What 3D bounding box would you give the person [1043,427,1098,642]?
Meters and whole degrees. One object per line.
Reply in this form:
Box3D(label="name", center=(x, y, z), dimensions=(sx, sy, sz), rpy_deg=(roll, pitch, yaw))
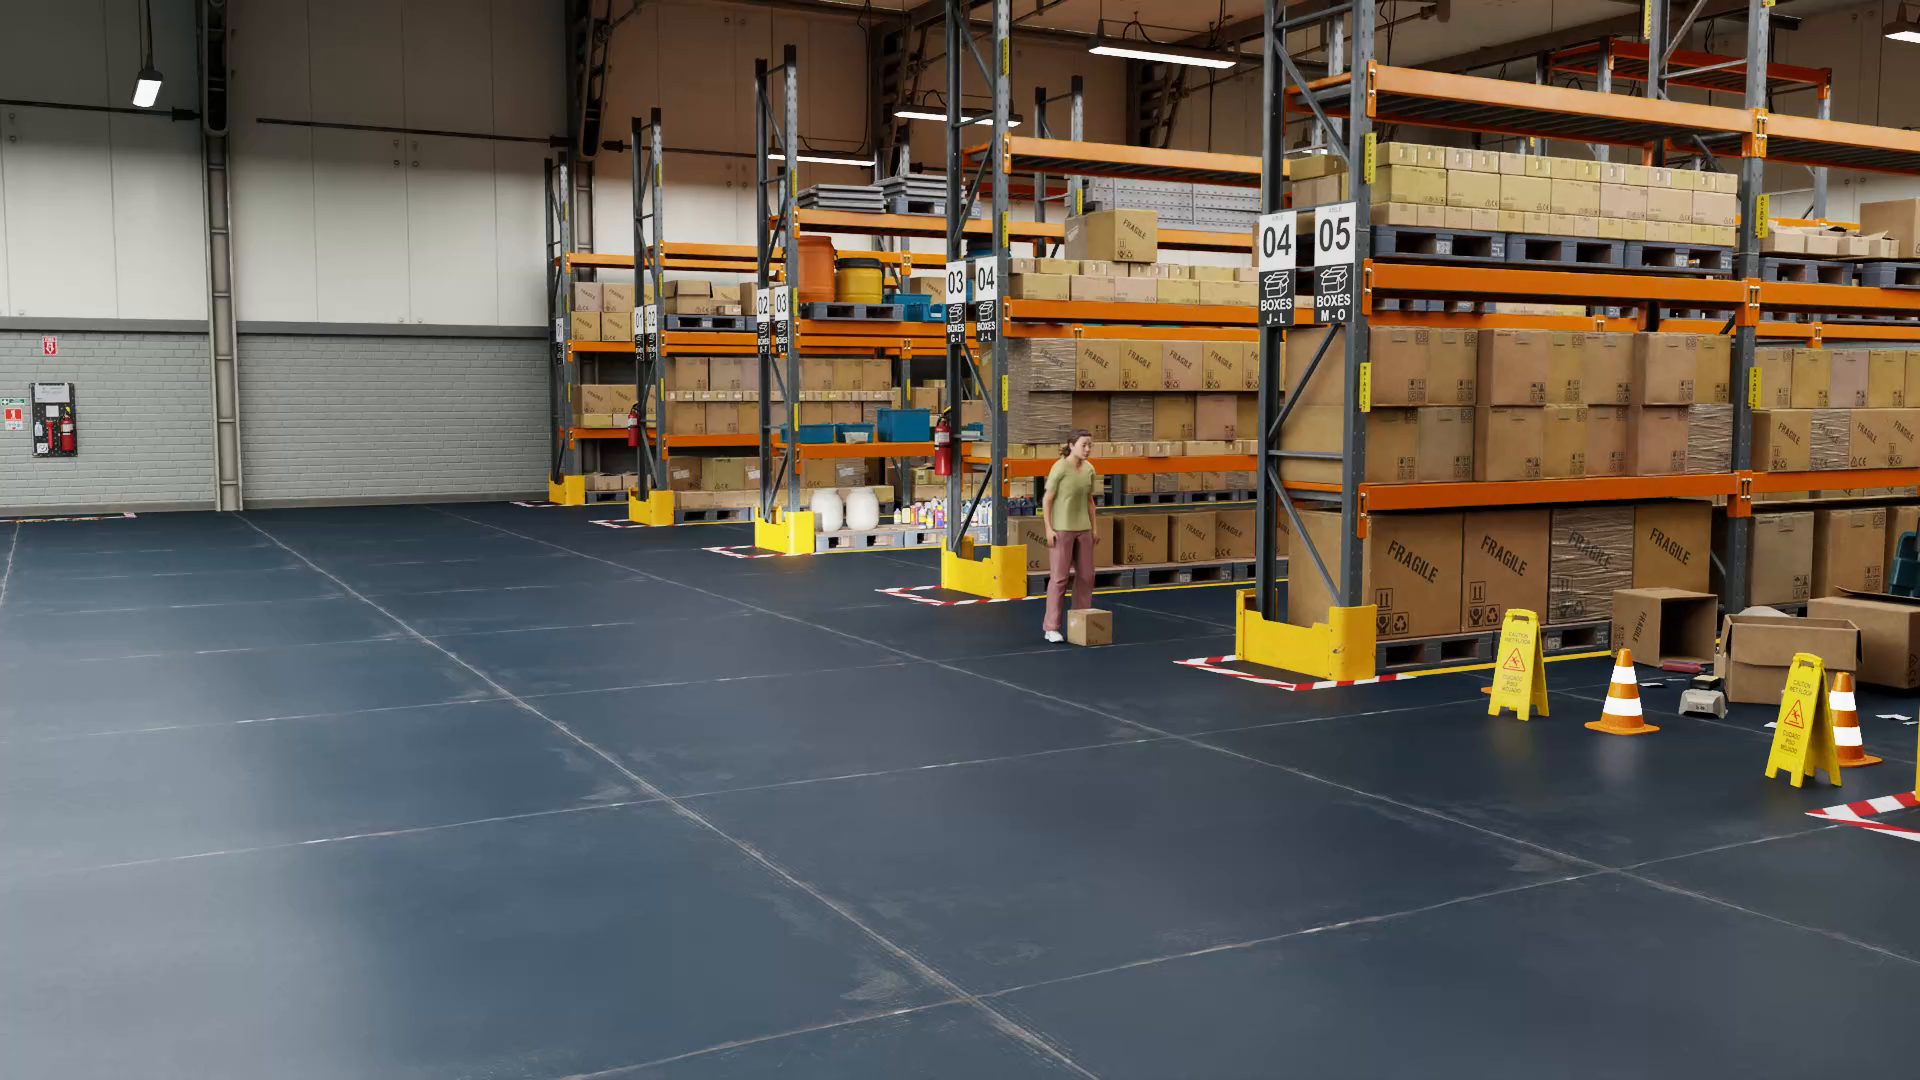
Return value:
Box3D(label="person", center=(0.884, -0.052, 13.052), dimensions=(0.518, 1.671, 0.366), rpy_deg=(-3, 6, -32))
